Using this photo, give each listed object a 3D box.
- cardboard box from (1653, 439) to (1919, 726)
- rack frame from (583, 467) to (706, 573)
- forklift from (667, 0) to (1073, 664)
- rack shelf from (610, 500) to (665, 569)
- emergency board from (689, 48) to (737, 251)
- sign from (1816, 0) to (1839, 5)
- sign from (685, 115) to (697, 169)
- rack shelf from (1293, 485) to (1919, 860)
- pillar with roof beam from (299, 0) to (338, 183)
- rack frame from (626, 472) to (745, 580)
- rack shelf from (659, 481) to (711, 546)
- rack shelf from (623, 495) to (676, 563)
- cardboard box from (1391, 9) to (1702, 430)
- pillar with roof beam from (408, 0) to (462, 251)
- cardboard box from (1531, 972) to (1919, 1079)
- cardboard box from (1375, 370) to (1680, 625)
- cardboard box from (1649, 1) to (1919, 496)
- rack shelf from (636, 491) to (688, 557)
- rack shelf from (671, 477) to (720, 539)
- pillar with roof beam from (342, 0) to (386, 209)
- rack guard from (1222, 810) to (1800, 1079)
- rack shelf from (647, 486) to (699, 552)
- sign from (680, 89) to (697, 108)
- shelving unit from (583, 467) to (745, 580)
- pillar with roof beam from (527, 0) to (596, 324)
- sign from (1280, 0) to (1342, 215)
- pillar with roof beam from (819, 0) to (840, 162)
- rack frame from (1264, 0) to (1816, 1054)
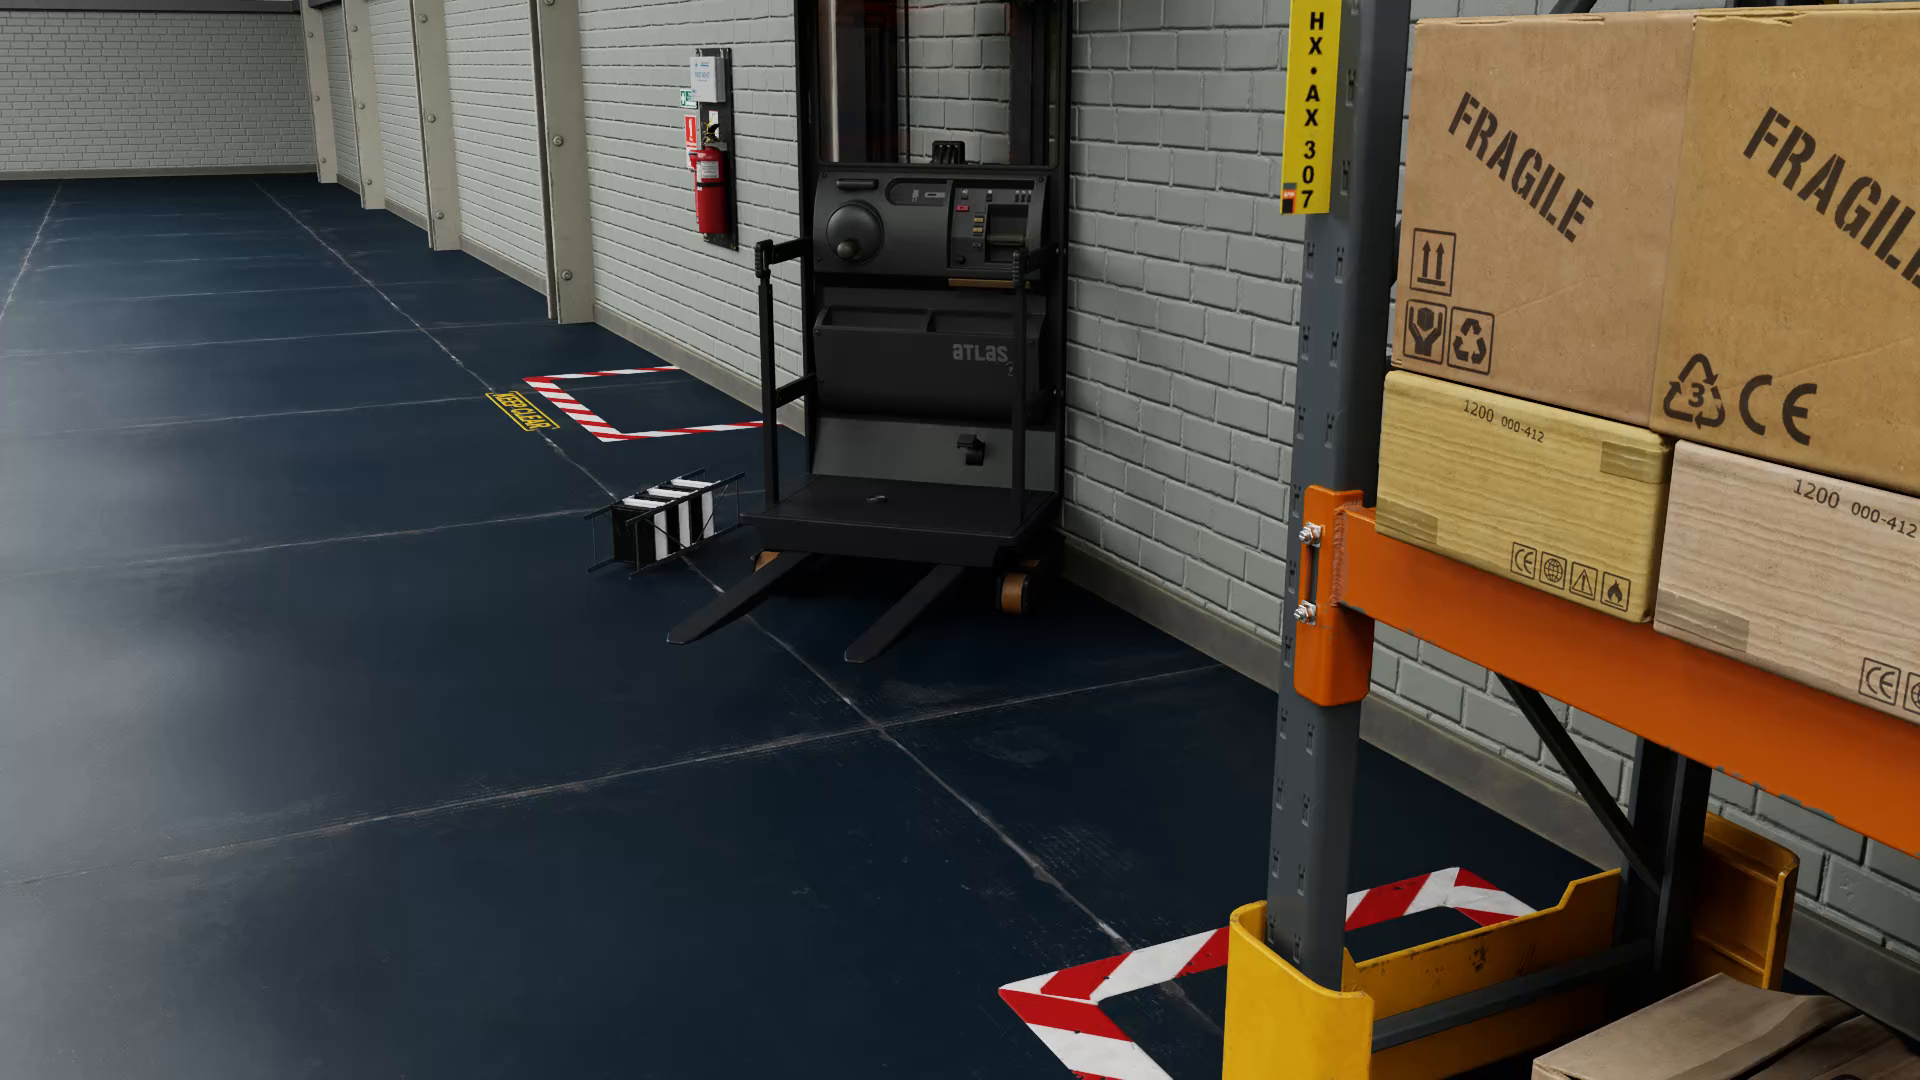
[{"bbox_3d":[1.206,0.025,1.960,0.500,0.250,0.500,-8,18,-27],"label":"cardboard box"},{"bbox_3d":[-1.317,-0.095,7.047,0.006,0.240,0.900,7,17,23],"label":"rack frame"},{"bbox_3d":[-0.182,-1.243,6.268,1.130,2.935,3.031,5,17,16],"label":"forklift"},{"bbox_3d":[-1.319,-0.024,6.800,0.200,0.258,0.077,7,17,23],"label":"rack shelf"},{"bbox_3d":[-1.556,-2.360,10.035,0.194,1.169,0.643,-8,18,-25],"label":"emergency board"},{"bbox_3d":[1.545,-1.094,2.953,0.100,0.325,0.005,-8,18,-25],"label":"sign"},{"bbox_3d":[-1.705,-2.526,10.551,0.001,0.329,0.234,-8,18,-25],"label":"sign"},{"bbox_3d":[1.913,0.518,1.311,1.077,0.370,4.000,-8,18,-25],"label":"rack shelf"},{"bbox_3d":[-14.892,-10.057,25.981,9.100,9.000,0.400,-8,18,-25],"label":"pillar with roof beam"},{"bbox_3d":[-1.131,-0.072,6.969,0.006,0.240,0.900,7,17,23],"label":"rack frame"},{"bbox_3d":[-1.175,-0.115,7.117,0.200,0.258,0.077,7,17,23],"label":"rack shelf"},{"bbox_3d":[-1.283,-0.046,6.879,0.200,0.258,0.077,7,17,23],"label":"rack shelf"},{"bbox_3d":[0.976,-0.467,2.316,0.500,0.500,0.500,-8,18,-25],"label":"cardboard box"},{"bbox_3d":[-9.634,-7.081,15.612,9.100,9.000,0.400,-8,18,-25],"label":"pillar with roof beam"},{"bbox_3d":[1.259,0.940,2.615,0.500,0.311,0.500,-10,19,-31],"label":"cardboard box"},{"bbox_3d":[0.965,-0.102,2.403,0.500,0.250,0.500,-8,18,-27],"label":"cardboard box"},{"bbox_3d":[1.183,-0.343,1.884,0.500,0.500,0.500,-8,18,-25],"label":"cardboard box"},{"bbox_3d":[-1.247,-0.069,6.958,0.200,0.258,0.077,7,17,23],"label":"rack shelf"},{"bbox_3d":[-1.139,-0.137,7.196,0.200,0.258,0.077,7,17,23],"label":"rack shelf"},{"bbox_3d":[-12.263,-8.569,20.797,9.100,9.000,0.400,-8,18,-25],"label":"pillar with roof beam"},{"bbox_3d":[1.070,0.897,3.219,1.175,0.500,0.348,-8,18,-25],"label":"rack guard"},{"bbox_3d":[-1.211,-0.092,7.037,0.200,0.258,0.077,7,17,23],"label":"rack shelf"},{"bbox_3d":[-1.711,-2.779,10.471,0.001,0.109,0.331,-8,18,-25],"label":"sign"},{"bbox_3d":[-1.224,-0.083,7.008,0.210,0.258,0.900,7,17,23],"label":"shelving unit"},{"bbox_3d":[-7.006,-5.593,10.428,9.100,9.000,0.400,-8,18,-25],"label":"pillar with roof beam"},{"bbox_3d":[0.549,-0.674,2.592,0.100,0.325,0.005,-8,18,-25],"label":"sign"},{"bbox_3d":[-4.377,-4.106,5.244,9.100,9.000,0.400,-8,18,-25],"label":"pillar with roof beam"},{"bbox_3d":[1.037,-0.324,2.940,1.000,3.000,0.127,-8,18,-25],"label":"rack frame"}]
